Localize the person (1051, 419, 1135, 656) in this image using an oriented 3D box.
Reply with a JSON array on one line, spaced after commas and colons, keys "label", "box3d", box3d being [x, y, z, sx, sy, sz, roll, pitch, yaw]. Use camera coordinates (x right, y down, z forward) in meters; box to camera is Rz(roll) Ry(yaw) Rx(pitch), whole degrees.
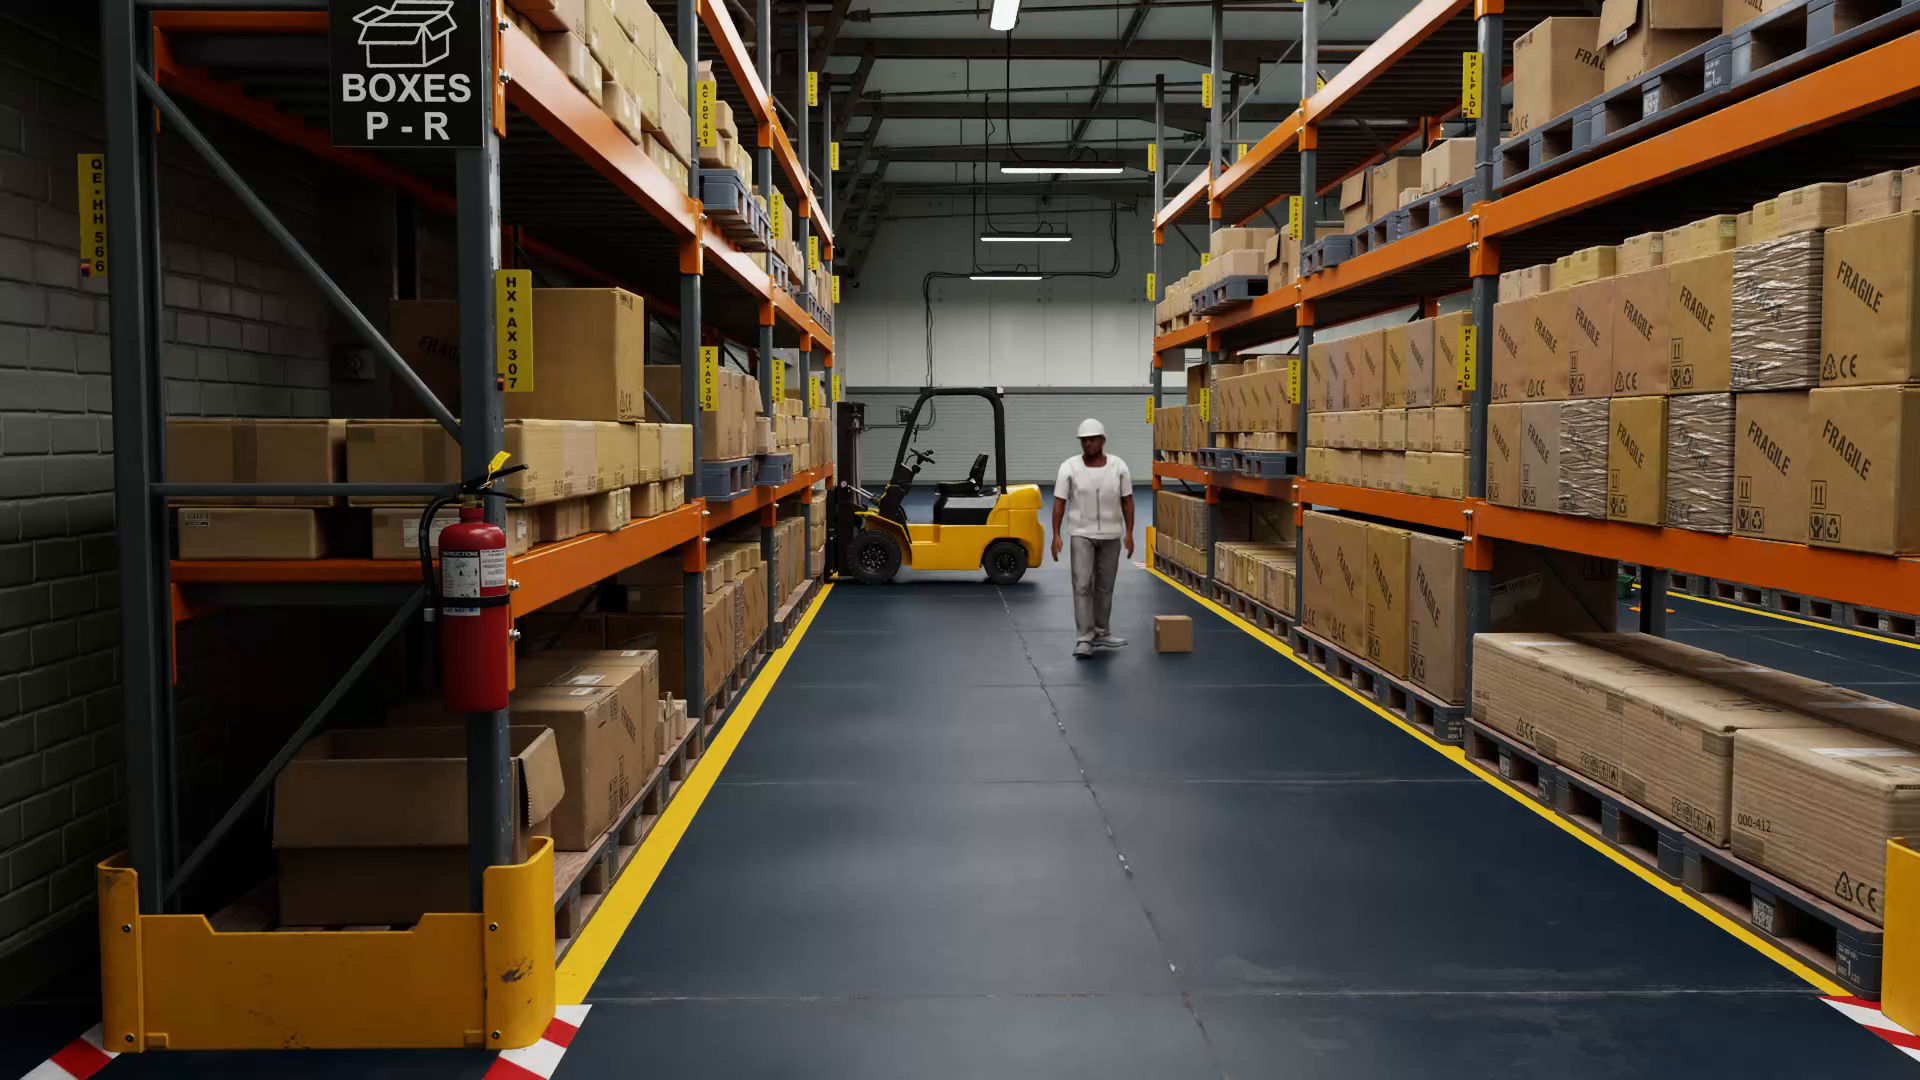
[{"label": "person", "box3d": [0.999, -0.021, 12.440, 0.627, 1.766, 0.626, 0, 4, -7]}]
